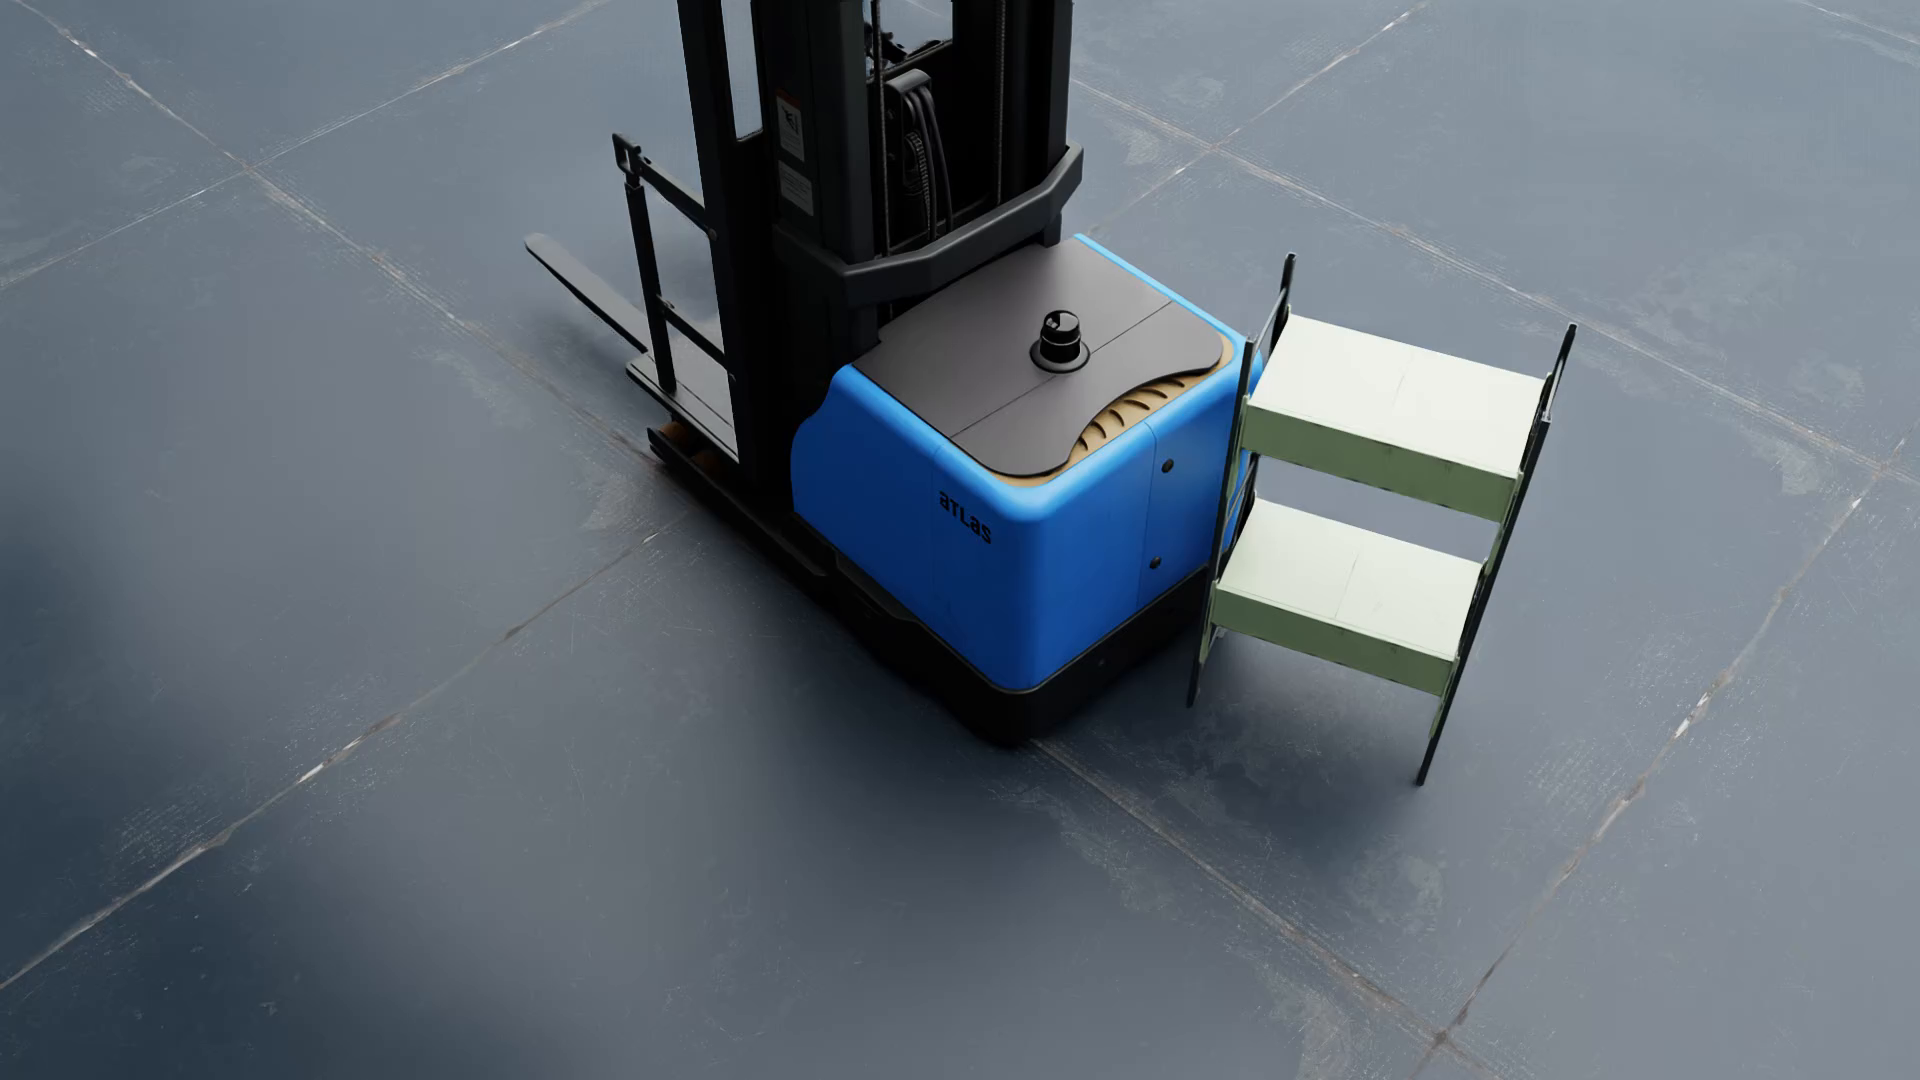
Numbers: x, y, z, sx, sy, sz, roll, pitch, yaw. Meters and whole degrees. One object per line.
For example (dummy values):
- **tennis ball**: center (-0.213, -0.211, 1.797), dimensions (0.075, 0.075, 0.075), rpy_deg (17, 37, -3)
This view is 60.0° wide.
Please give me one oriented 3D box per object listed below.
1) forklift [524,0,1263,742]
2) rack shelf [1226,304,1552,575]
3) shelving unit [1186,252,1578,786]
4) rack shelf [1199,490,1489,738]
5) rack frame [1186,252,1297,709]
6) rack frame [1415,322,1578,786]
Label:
- **forklift**: center (-0.463, -1.381, 5.036), dimensions (1.130, 2.935, 3.031), rpy_deg (-33, 55, -27)
- **rack shelf**: center (1.139, -0.276, 4.445), dimensions (0.720, 0.370, 0.431), rpy_deg (18, 49, 16)
- **shelving unit**: center (1.139, -0.009, 4.729), dimensions (0.755, 1.500, 0.431), rpy_deg (18, 49, 16)
- **rack shelf**: center (1.139, 0.214, 4.967), dimensions (0.720, 0.370, 0.431), rpy_deg (18, 49, 16)
- **rack frame**: center (0.803, -0.115, 4.830), dimensions (0.023, 1.500, 0.400), rpy_deg (18, 49, 16)
- **rack frame**: center (1.474, 0.098, 4.629), dimensions (0.023, 1.500, 0.400), rpy_deg (18, 49, 16)
